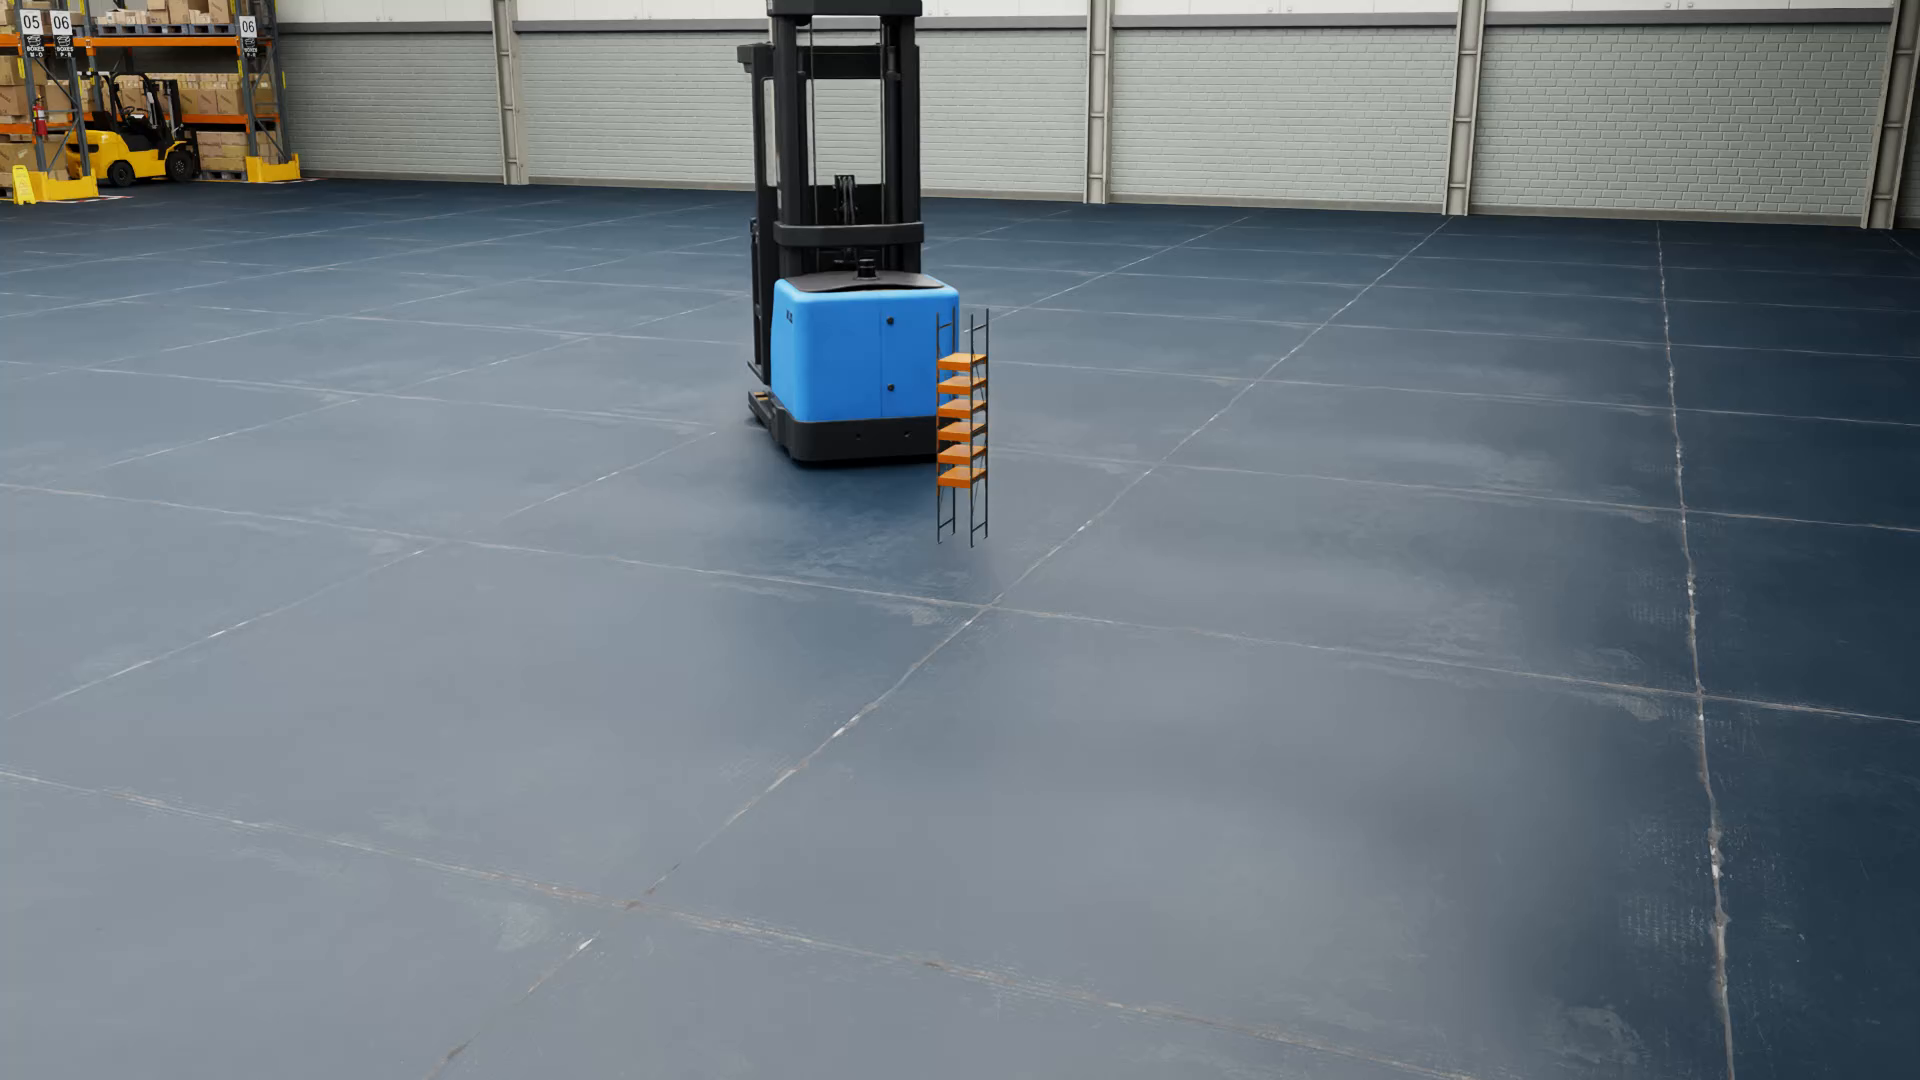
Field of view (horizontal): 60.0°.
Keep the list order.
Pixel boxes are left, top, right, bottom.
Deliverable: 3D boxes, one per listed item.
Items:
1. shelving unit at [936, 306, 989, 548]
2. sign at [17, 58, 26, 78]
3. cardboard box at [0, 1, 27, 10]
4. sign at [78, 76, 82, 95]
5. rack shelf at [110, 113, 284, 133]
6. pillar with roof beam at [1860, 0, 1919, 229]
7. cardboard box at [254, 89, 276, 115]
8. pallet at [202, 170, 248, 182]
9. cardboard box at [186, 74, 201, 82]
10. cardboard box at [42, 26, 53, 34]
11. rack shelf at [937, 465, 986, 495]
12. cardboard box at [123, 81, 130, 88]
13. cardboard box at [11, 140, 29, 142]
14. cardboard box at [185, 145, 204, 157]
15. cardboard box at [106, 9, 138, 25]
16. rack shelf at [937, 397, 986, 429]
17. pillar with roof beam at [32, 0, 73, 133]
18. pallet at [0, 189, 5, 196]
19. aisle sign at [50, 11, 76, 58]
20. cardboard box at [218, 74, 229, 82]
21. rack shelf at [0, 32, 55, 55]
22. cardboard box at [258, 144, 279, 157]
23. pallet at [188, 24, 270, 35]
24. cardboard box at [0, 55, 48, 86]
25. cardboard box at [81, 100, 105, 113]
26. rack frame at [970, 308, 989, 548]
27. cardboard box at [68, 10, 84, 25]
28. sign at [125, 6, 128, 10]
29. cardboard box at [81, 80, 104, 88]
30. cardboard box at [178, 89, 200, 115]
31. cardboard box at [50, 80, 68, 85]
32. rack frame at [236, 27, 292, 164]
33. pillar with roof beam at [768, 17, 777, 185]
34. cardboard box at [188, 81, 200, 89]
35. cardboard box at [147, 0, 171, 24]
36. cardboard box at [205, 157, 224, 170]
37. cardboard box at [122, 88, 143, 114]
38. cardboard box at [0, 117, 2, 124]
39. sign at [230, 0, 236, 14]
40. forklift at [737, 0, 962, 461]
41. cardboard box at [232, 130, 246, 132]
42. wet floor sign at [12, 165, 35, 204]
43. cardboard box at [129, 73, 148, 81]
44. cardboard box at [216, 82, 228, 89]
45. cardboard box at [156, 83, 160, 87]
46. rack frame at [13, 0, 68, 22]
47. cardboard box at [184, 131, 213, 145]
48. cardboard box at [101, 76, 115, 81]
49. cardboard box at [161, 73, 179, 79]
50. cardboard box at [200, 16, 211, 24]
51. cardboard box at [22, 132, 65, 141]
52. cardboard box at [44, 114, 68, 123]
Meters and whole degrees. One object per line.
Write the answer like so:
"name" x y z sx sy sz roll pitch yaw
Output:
"shelving unit" 0.013 -0.575 8.501 0.189 1.200 0.258 6 17 21
"sign" -16.100 -8.092 28.525 0.005 0.325 0.100 6 17 21
"cardboard box" -16.301 -9.187 28.580 0.250 0.149 0.380 6 17 21
"sign" -15.679 -8.083 29.583 0.005 0.325 0.100 6 17 21
"rack shelf" -15.921 -8.673 34.460 4.000 0.370 1.077 6 17 21
"pillar with roof beam" 11.951 -7.815 19.452 0.400 9.000 9.100 6 17 21
"cardboard box" -14.419 -8.985 34.063 0.500 0.500 0.500 7 18 22
"pallet" -14.787 -7.542 34.276 1.213 0.211 1.003 6 17 21
"cardboard box" -15.452 -9.378 33.721 0.250 0.149 0.380 7 18 22
"cardboard box" -16.067 -8.964 29.243 0.250 0.149 0.380 6 17 21
"rack shelf" 0.013 -0.302 8.581 0.180 0.103 0.258 6 17 21
"cardboard box" -17.087 -9.437 34.456 0.250 0.149 0.380 6 17 21
"cardboard box" -17.037 -6.977 30.159 0.500 0.500 0.500 6 17 19
"cardboard box" -15.578 -8.006 34.152 0.500 0.250 0.500 6 17 19
"cardboard box" -17.097 -10.722 34.075 0.500 0.311 0.500 7 17 22
"rack shelf" 0.013 -0.647 8.480 0.180 0.103 0.258 6 17 21
"pillar with roof beam" -21.538 -11.497 32.137 0.400 9.000 9.100 6 17 21
"pallet" -17.822 -6.413 30.384 1.213 0.211 1.003 6 17 21
"aisle sign" -15.706 -8.849 29.112 0.004 0.787 0.394 6 17 21
"cardboard box" -14.711 -9.316 33.506 0.250 0.149 0.380 6 17 21
"rack shelf" -17.738 -8.826 29.606 4.000 0.370 1.077 6 17 21
"cardboard box" -14.421 -8.037 34.261 0.500 0.250 0.500 7 17 22
"pallet" -14.708 -10.291 33.521 1.213 0.211 1.003 6 17 21
"cardboard box" -16.433 -8.193 29.009 0.500 0.500 0.700 6 17 19
"cardboard box" -18.346 -9.135 35.029 0.500 0.250 0.500 7 17 22
"rack frame" 0.099 -0.565 8.469 0.006 1.200 0.240 6 17 21
"cardboard box" -18.544 -10.882 34.623 0.500 0.311 0.500 6 17 19
"sign" -17.579 -11.094 35.059 0.005 0.325 0.100 6 17 21
"cardboard box" -18.180 -9.560 34.882 0.250 0.149 0.380 7 18 23
"cardboard box" -15.570 -8.952 33.951 0.500 0.500 0.500 6 17 20
"cardboard box" -18.929 -9.613 35.064 0.250 0.149 0.380 6 17 19
"rack frame" -14.060 -8.814 33.655 0.127 3.000 1.000 6 17 21
"pillar with roof beam" -4.794 -9.656 25.795 0.400 9.000 9.100 6 17 21
"cardboard box" -15.445 -9.241 33.781 0.250 0.149 0.380 6 17 19
"cardboard box" -16.008 -10.737 33.778 0.637 0.503 0.797 7 18 22
"cardboard box" -15.072 -7.715 34.047 0.500 0.250 0.500 6 17 21
"cardboard box" -16.973 -9.109 34.492 0.500 0.500 0.500 7 17 22
"cardboard box" -16.811 -7.418 29.294 0.250 0.149 0.380 6 17 20
"sign" -14.272 -10.503 32.644 0.005 0.325 0.100 6 17 21
"forklift" -0.863 -2.254 11.180 1.130 2.935 3.031 -4 17 -14
"cardboard box" -14.904 -8.324 34.351 0.500 0.250 0.500 6 17 21
"wet floor sign" -16.094 -6.099 28.524 0.232 0.644 0.267 14 21 40
"cardboard box" -16.875 -9.536 34.265 0.250 0.149 0.380 7 17 22
"cardboard box" -14.734 -9.155 33.486 0.250 0.149 0.380 7 17 22
"cardboard box" -16.401 -9.344 34.136 0.250 0.149 0.380 6 17 19
"rack frame" -15.878 -10.408 28.383 0.127 3.000 1.000 6 17 21
"cardboard box" -15.553 -8.242 34.067 0.500 0.250 0.500 7 17 21
"cardboard box" -17.593 -9.616 34.541 0.250 0.149 0.380 7 17 22
"cardboard box" -16.128 -9.484 34.086 0.250 0.149 0.380 6 17 21
"cardboard box" -14.942 -10.390 33.220 0.250 0.149 0.380 6 17 19
"cardboard box" -19.690 -8.493 36.054 0.625 0.625 0.875 6 17 18
"cardboard box" -16.118 -7.494 29.559 0.250 0.149 0.380 6 17 21
